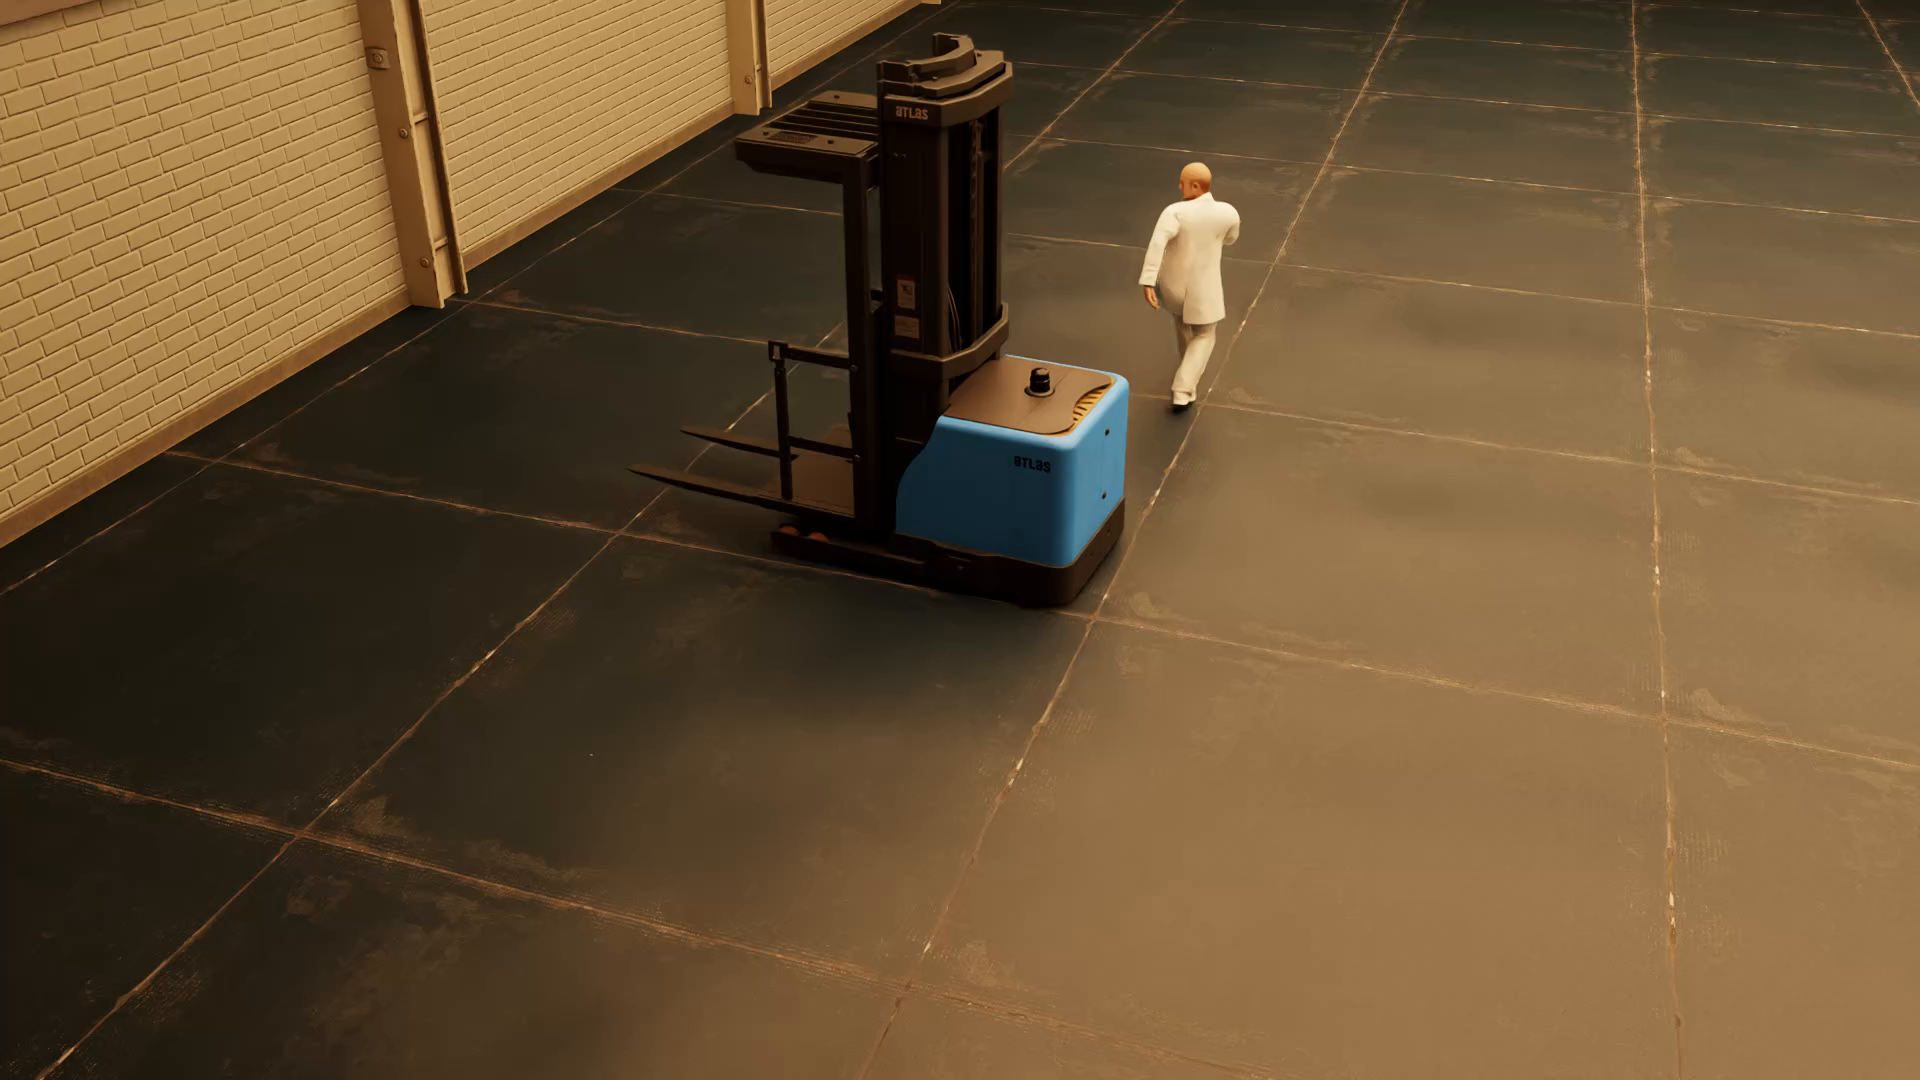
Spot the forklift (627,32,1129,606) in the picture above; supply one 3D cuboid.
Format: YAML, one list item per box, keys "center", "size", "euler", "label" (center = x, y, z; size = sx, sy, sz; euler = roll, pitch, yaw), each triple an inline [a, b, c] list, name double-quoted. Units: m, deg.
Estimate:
- center: [-0.573, -1.375, 9.548]
  size: [3.031, 2.935, 1.130]
  euler: [12, 32, 21]
  label: "forklift"

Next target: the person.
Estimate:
- center: [1.608, -1.808, 11.602]
  size: [0.607, 1.706, 1.007]
  euler: [7, 30, 12]
  label: "person"
